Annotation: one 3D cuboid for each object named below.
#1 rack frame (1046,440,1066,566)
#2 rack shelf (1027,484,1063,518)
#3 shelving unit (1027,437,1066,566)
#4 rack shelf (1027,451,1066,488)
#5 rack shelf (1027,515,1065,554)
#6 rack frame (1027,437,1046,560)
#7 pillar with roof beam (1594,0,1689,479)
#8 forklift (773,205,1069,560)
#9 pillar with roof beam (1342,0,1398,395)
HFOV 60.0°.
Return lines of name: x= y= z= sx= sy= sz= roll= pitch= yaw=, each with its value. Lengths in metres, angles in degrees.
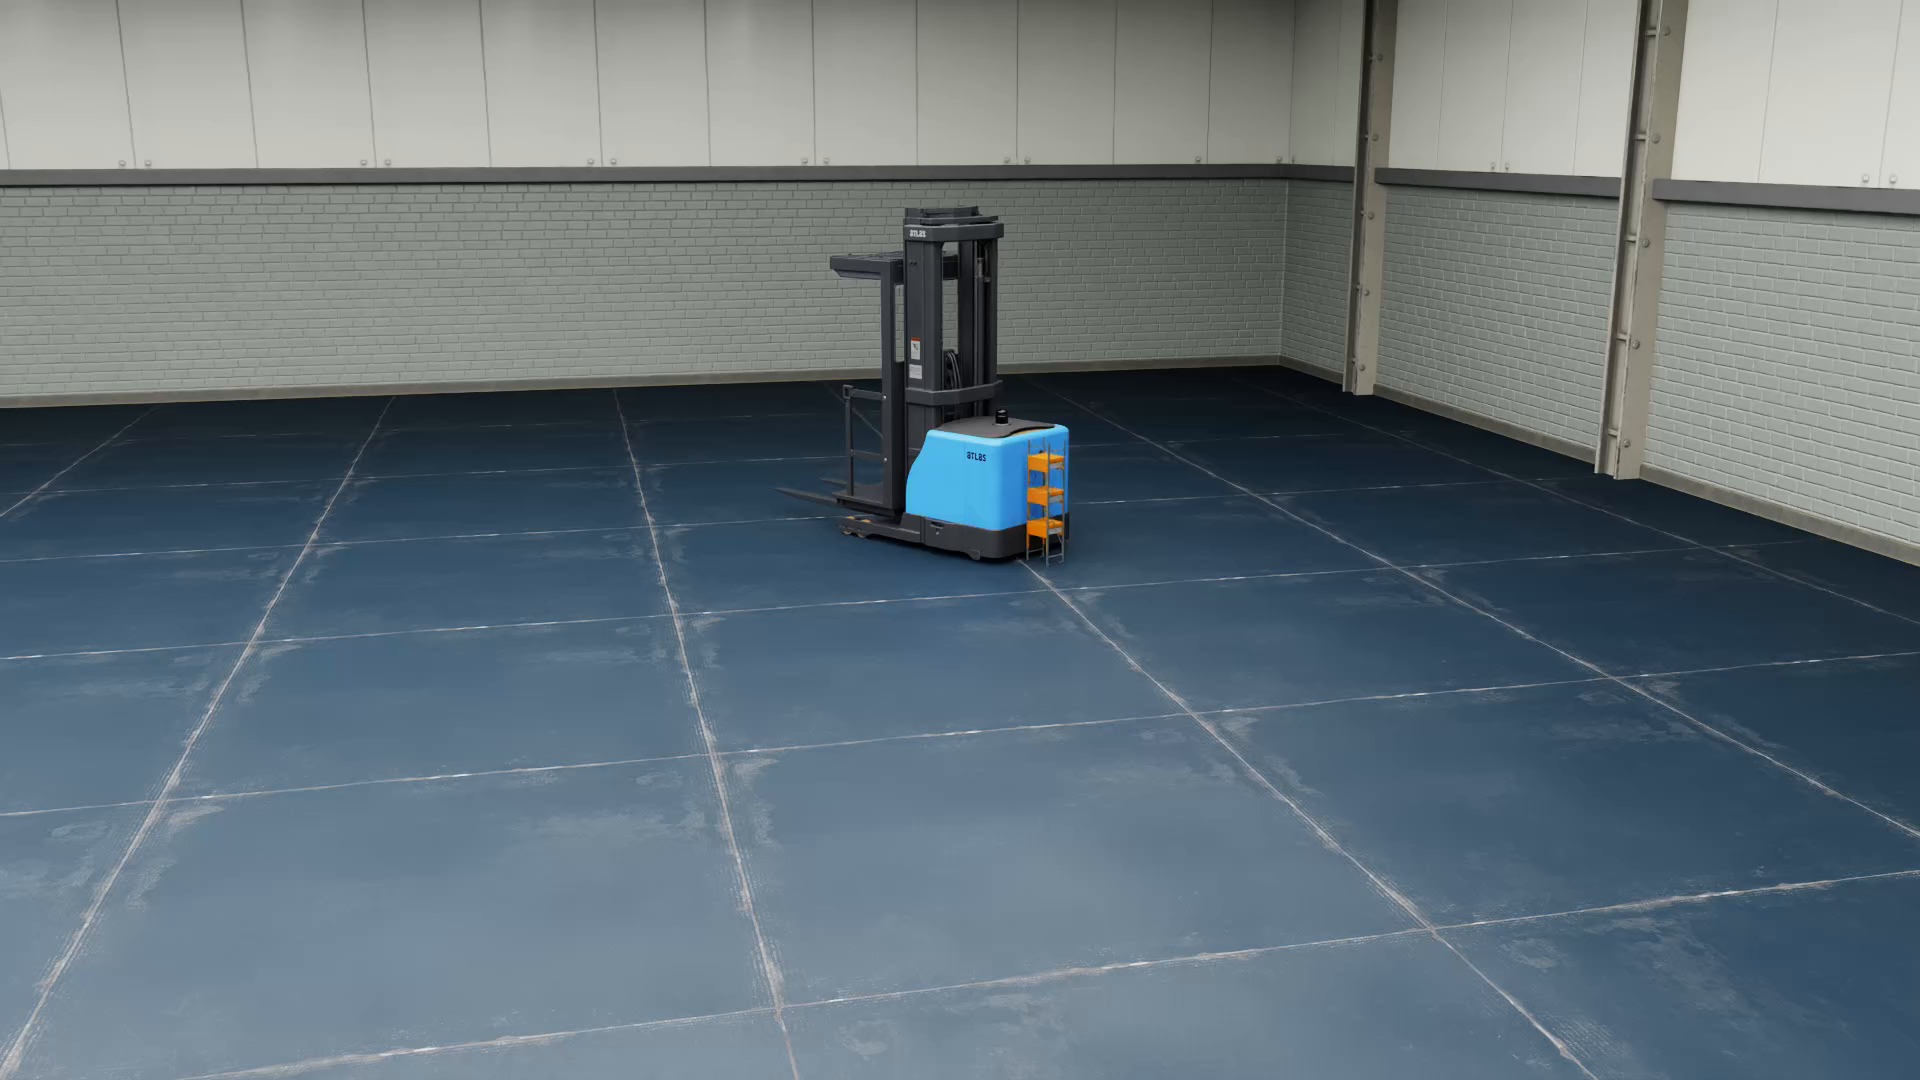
rack frame: x=0.807 y=-0.307 z=13.973 sx=0.200 sy=1.050 sz=0.008 roll=-12 pitch=18 yaw=-40
rack shelf: x=0.727 y=-0.319 z=14.065 sx=0.215 sy=0.259 sz=0.240 roll=-12 pitch=18 yaw=-40
shelving unit: x=0.727 y=-0.329 z=14.062 sx=0.215 sy=1.050 sz=0.252 roll=-12 pitch=18 yaw=-40
rack shelf: x=0.727 y=-0.595 z=13.997 sx=0.215 sy=0.259 sz=0.240 roll=-12 pitch=18 yaw=-40
rack shelf: x=0.727 y=-0.049 z=14.131 sx=0.215 sy=0.259 sz=0.240 roll=-12 pitch=18 yaw=-40
rack frame: x=0.647 y=-0.351 z=14.152 sx=0.200 sy=1.050 sz=0.008 roll=-12 pitch=18 yaw=-40
pillar with roof beam: x=2.841 y=-4.824 z=15.711 sx=9.100 sy=9.000 sz=0.400 roll=-3 pitch=14 yaw=-13
forklift: x=-0.466 y=-1.524 z=14.991 sx=3.031 sy=2.935 sz=1.130 roll=12 pitch=18 yaw=41
pillar with roof beam: x=1.432 y=-6.208 z=21.377 sx=9.100 sy=9.000 sz=0.400 roll=-3 pitch=14 yaw=-13
